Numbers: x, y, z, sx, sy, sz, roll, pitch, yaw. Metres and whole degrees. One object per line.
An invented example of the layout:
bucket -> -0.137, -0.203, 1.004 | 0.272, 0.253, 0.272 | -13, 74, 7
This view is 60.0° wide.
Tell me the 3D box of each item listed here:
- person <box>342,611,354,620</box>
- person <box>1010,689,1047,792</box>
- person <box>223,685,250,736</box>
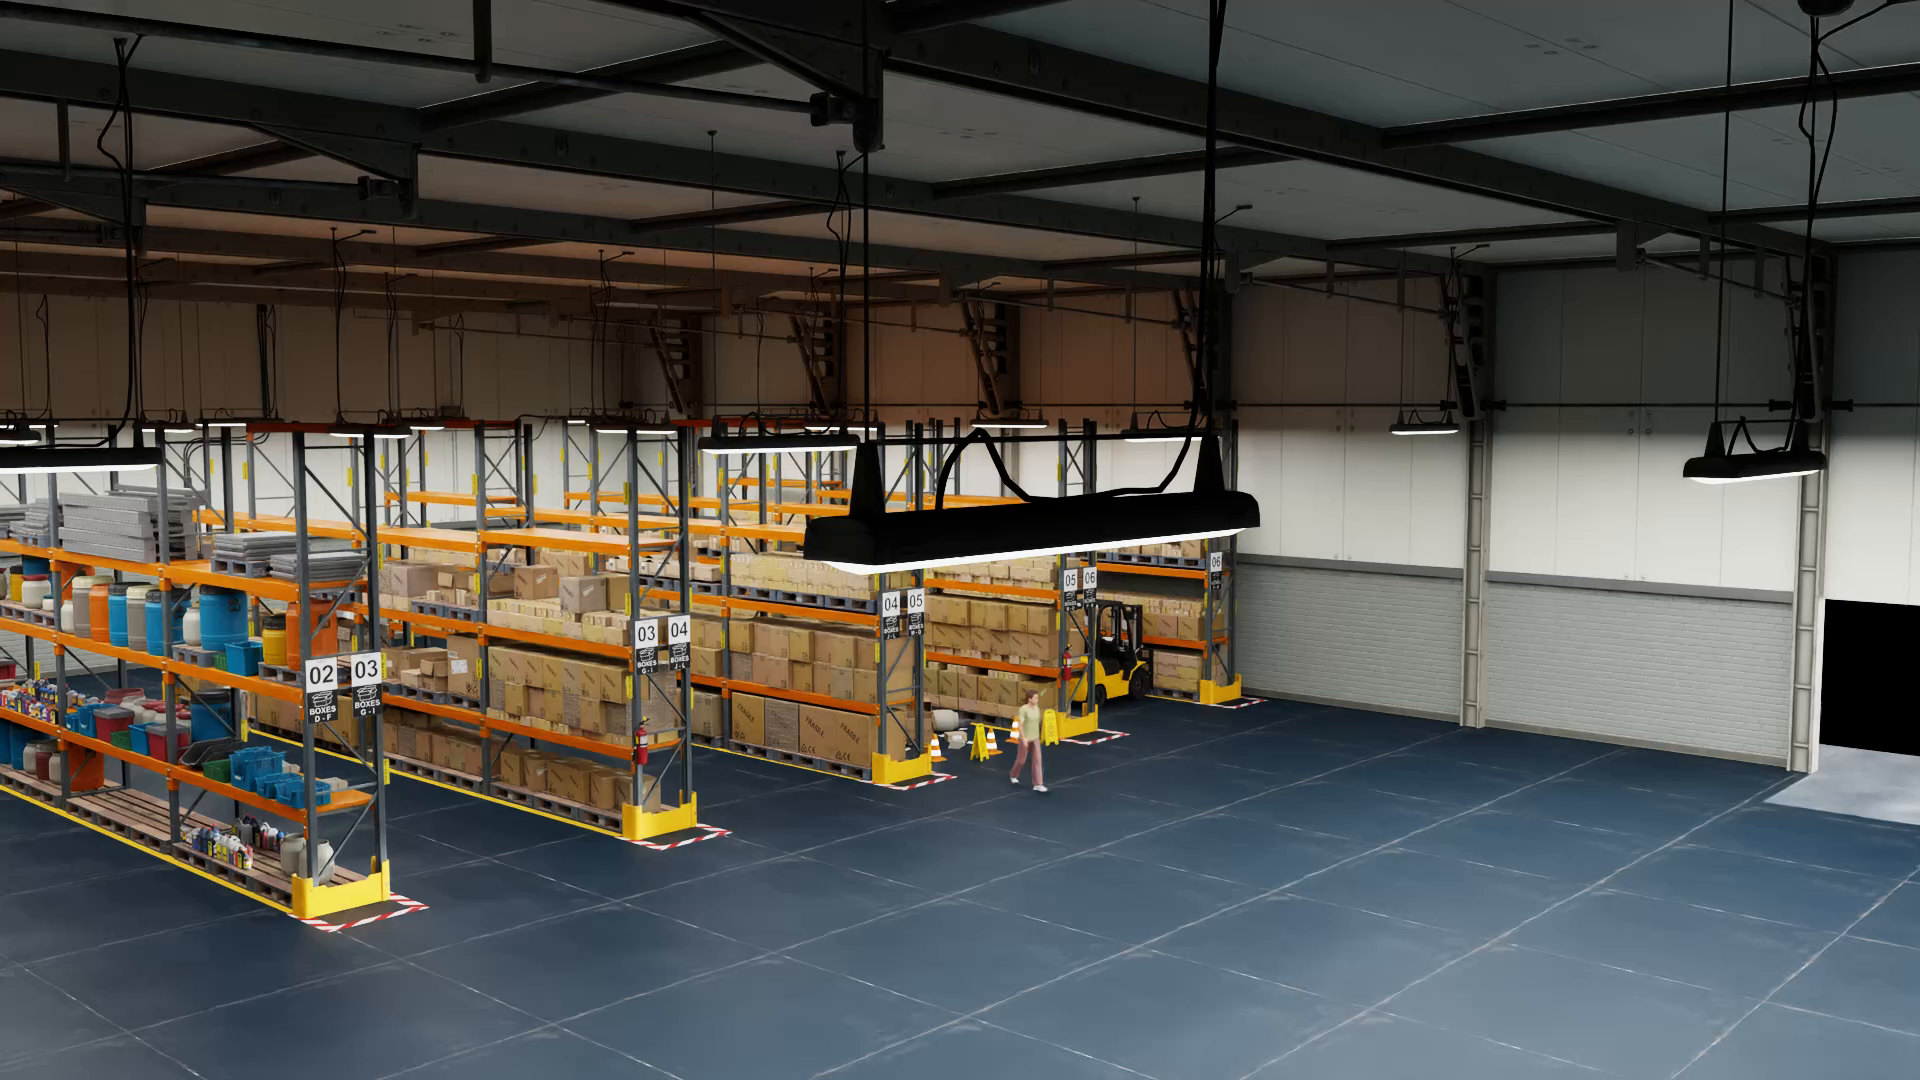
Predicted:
person -> -14.946, 2.114, 40.972 | 0.511, 1.722, 1.083 | -1, 5, -16
person -> 1.163, 3.281, 27.386 | 0.522, 1.625, 0.932 | -4, 6, -38
person -> -12.984, 3.094, 29.716 | 0.580, 1.647, 0.533 | 4, 6, 38
